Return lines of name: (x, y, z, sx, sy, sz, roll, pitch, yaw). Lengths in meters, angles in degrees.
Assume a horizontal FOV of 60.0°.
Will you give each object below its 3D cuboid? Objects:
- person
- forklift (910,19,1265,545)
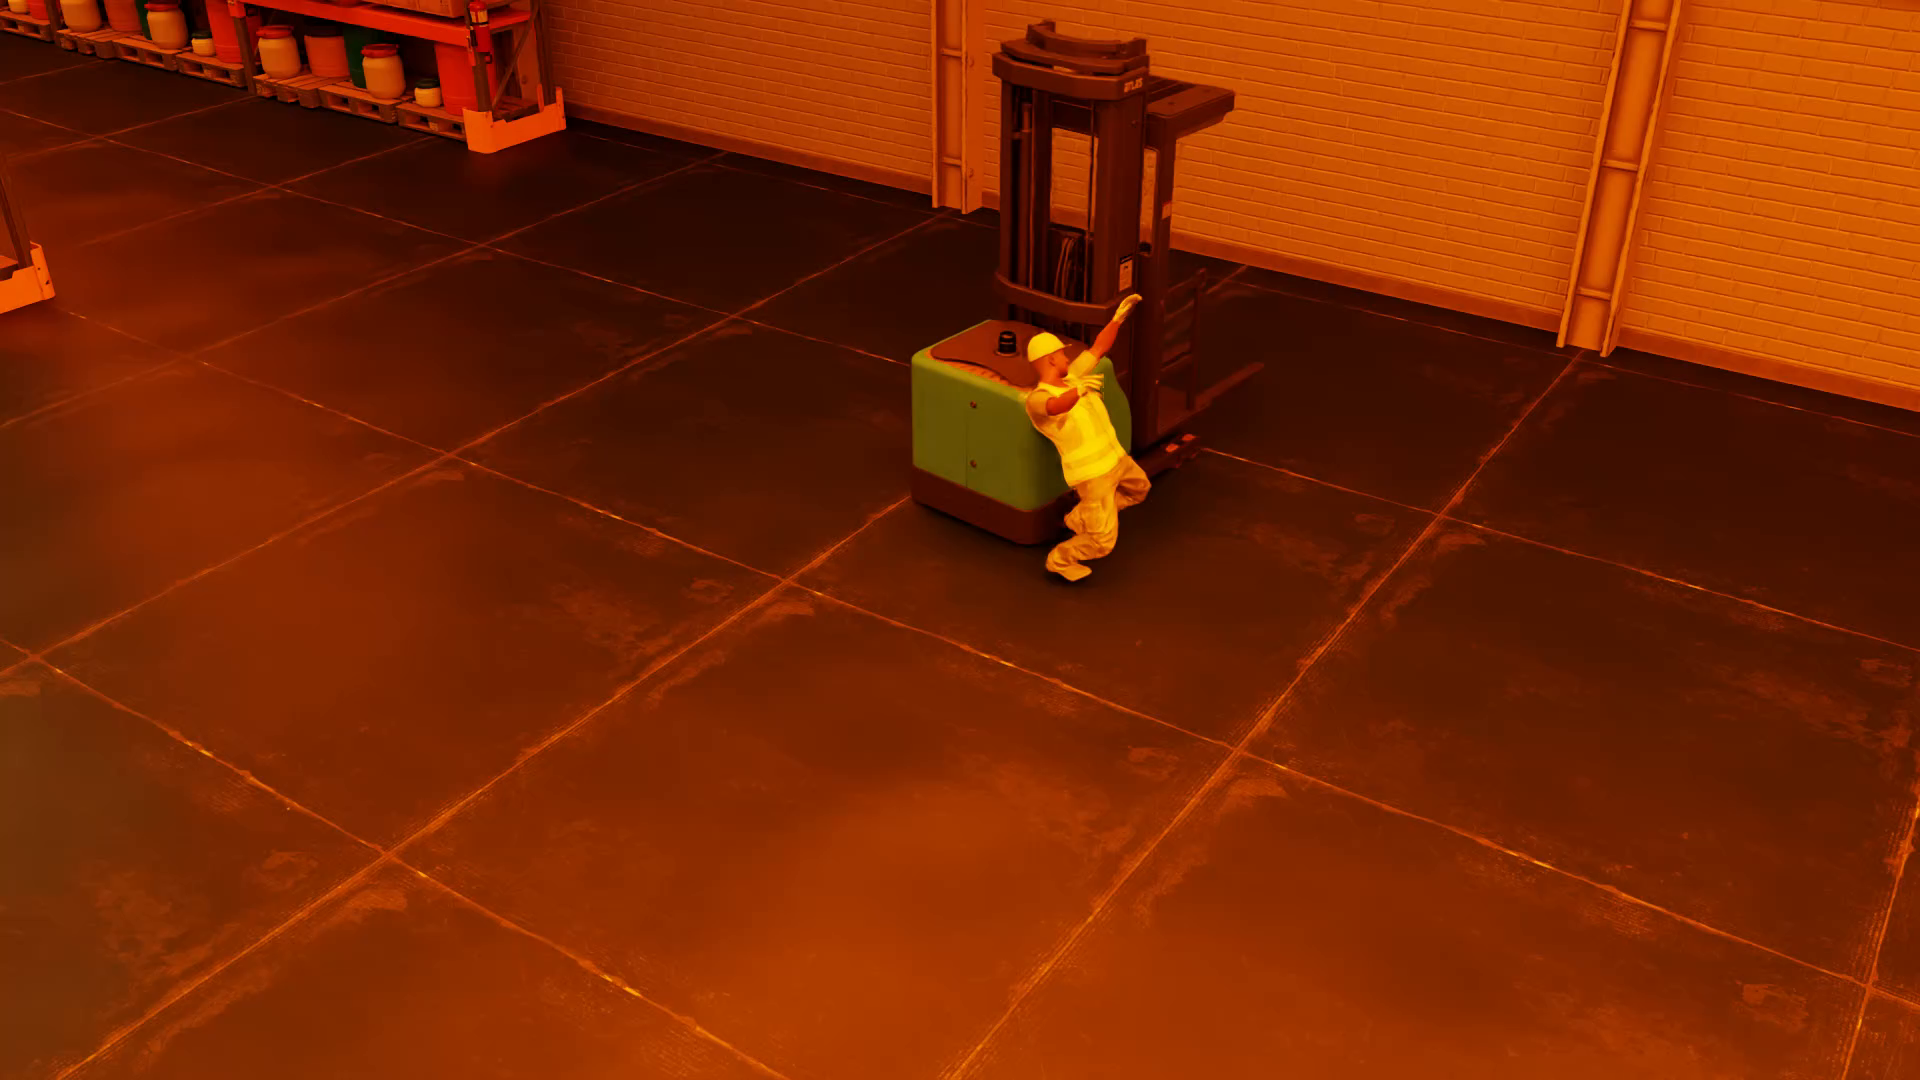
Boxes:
person: (0.684, -0.527, 9.731, 0.732, 1.667, 1.032, 12, 32, 19)
forklift: (1.018, -1.901, 10.856, 1.130, 2.935, 3.031, 23, 37, 34)
